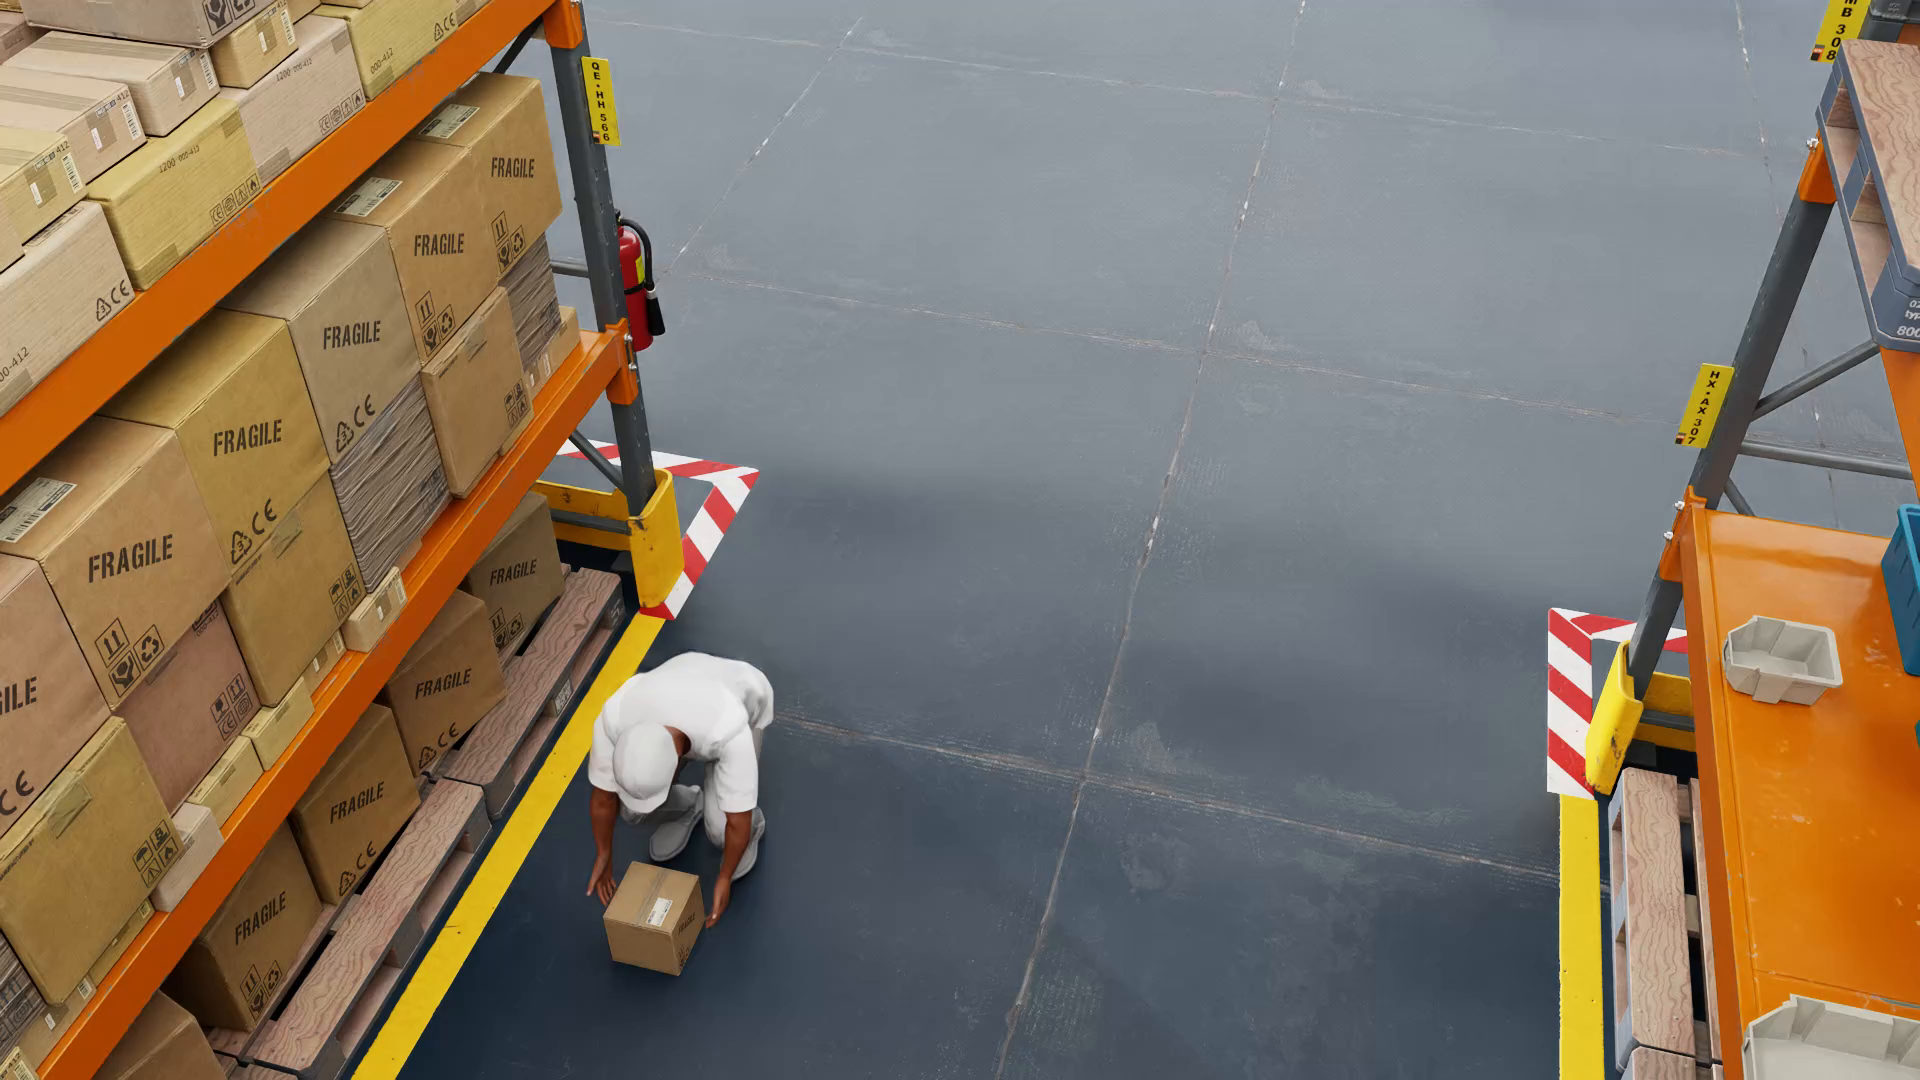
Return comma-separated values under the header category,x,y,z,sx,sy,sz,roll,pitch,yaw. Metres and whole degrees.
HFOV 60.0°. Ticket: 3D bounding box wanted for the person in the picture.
category,x,y,z,sx,sy,sz,roll,pitch,yaw
person,-0.915,0.799,5.755,0.598,1.063,0.879,12,42,14
